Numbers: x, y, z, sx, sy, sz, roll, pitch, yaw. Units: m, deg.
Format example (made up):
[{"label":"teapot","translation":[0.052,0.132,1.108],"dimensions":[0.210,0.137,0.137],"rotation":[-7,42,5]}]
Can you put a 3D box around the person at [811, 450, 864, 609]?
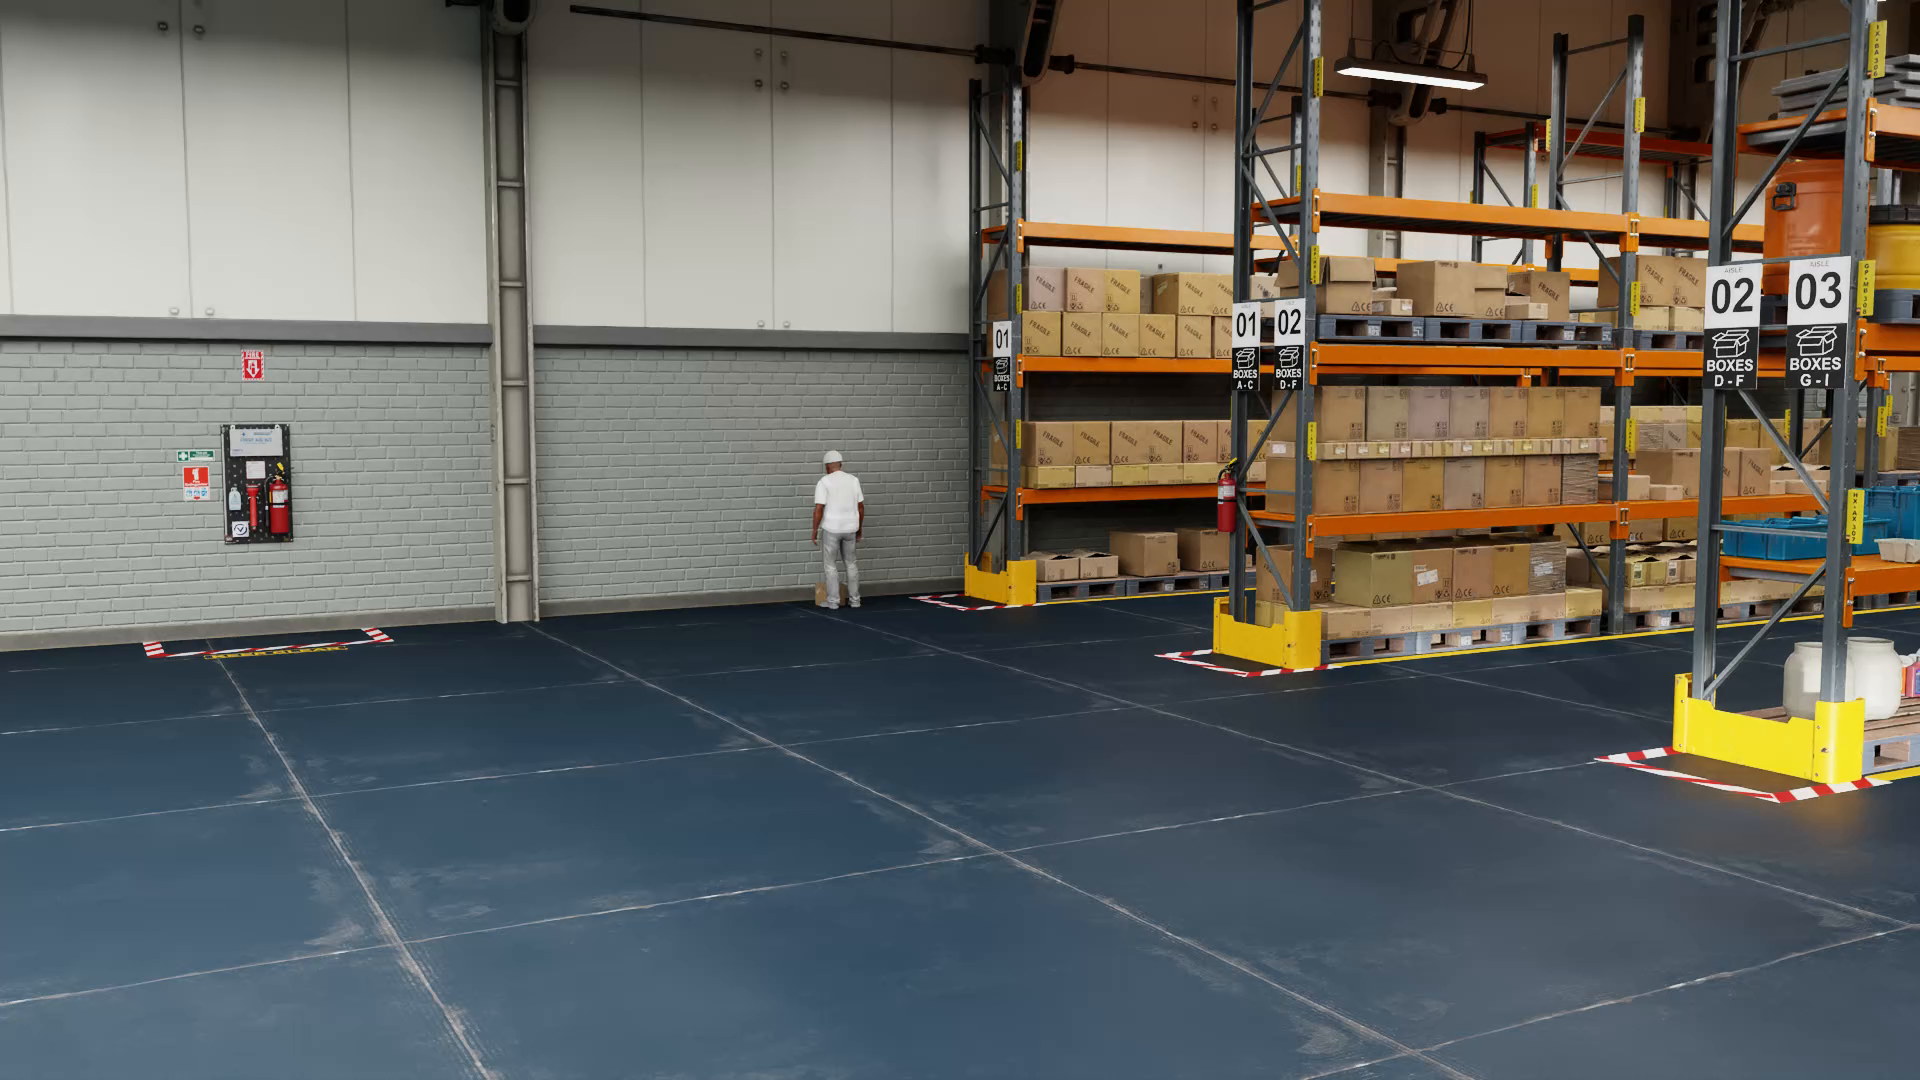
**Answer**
[{"label":"person","translation":[-1.364,-0.122,18.548],"dimensions":[0.635,1.761,0.455],"rotation":[-3,6,-32]}]
